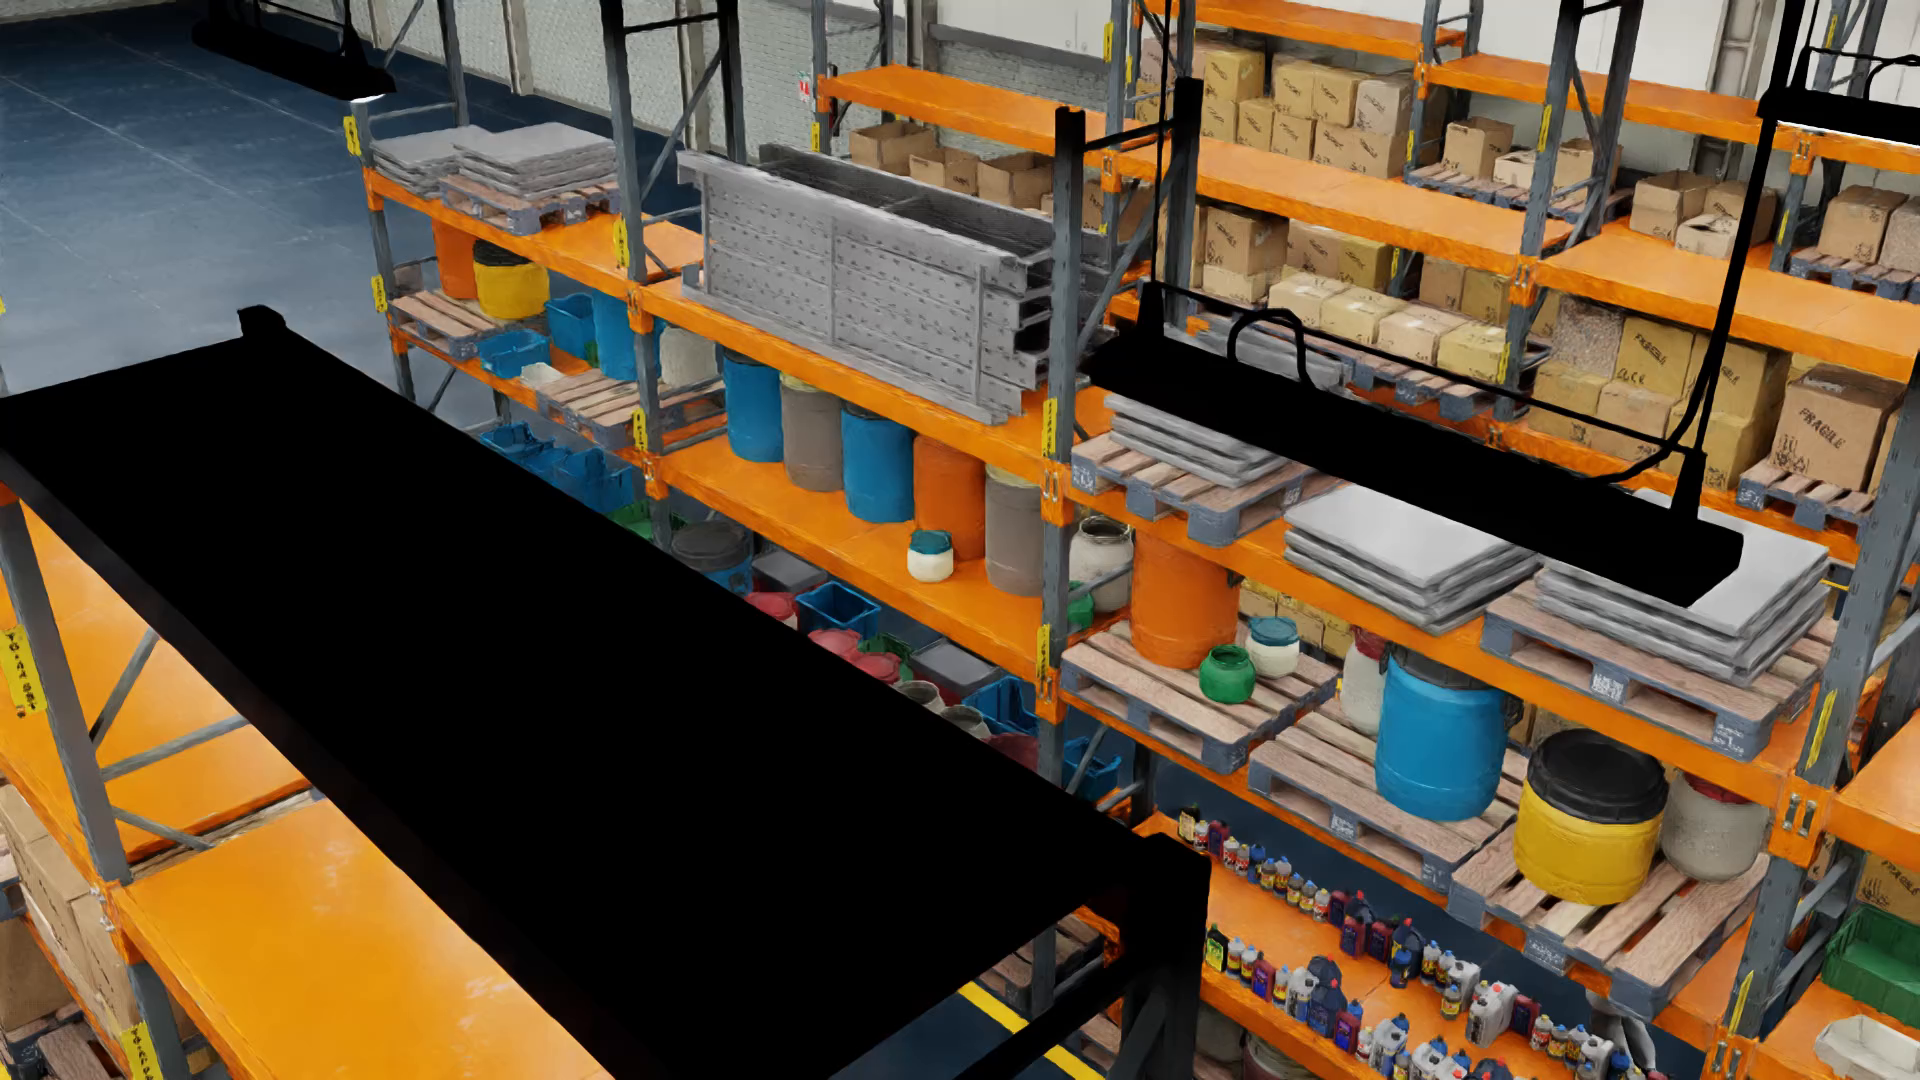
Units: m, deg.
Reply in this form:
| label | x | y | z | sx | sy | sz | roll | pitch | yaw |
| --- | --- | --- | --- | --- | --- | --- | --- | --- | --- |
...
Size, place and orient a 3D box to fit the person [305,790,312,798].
| label | x | y | z | sx | sy | sz | roll | pitch | yaw |
| --- | --- | --- | --- | --- | --- | --- | --- | --- | --- |
| person | -4.885 | 1.787 | 11.844 | 0.483 | 1.588 | 0.945 | -11 | 30 | -20 |

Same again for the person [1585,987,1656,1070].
| label | x | y | z | sx | sy | sz | roll | pitch | yaw |
| --- | --- | --- | --- | --- | --- | --- | --- | --- | --- |
| person | 4.100 | 2.596 | 10.196 | 0.729 | 1.733 | 0.538 | -25 | 37 | -38 |
